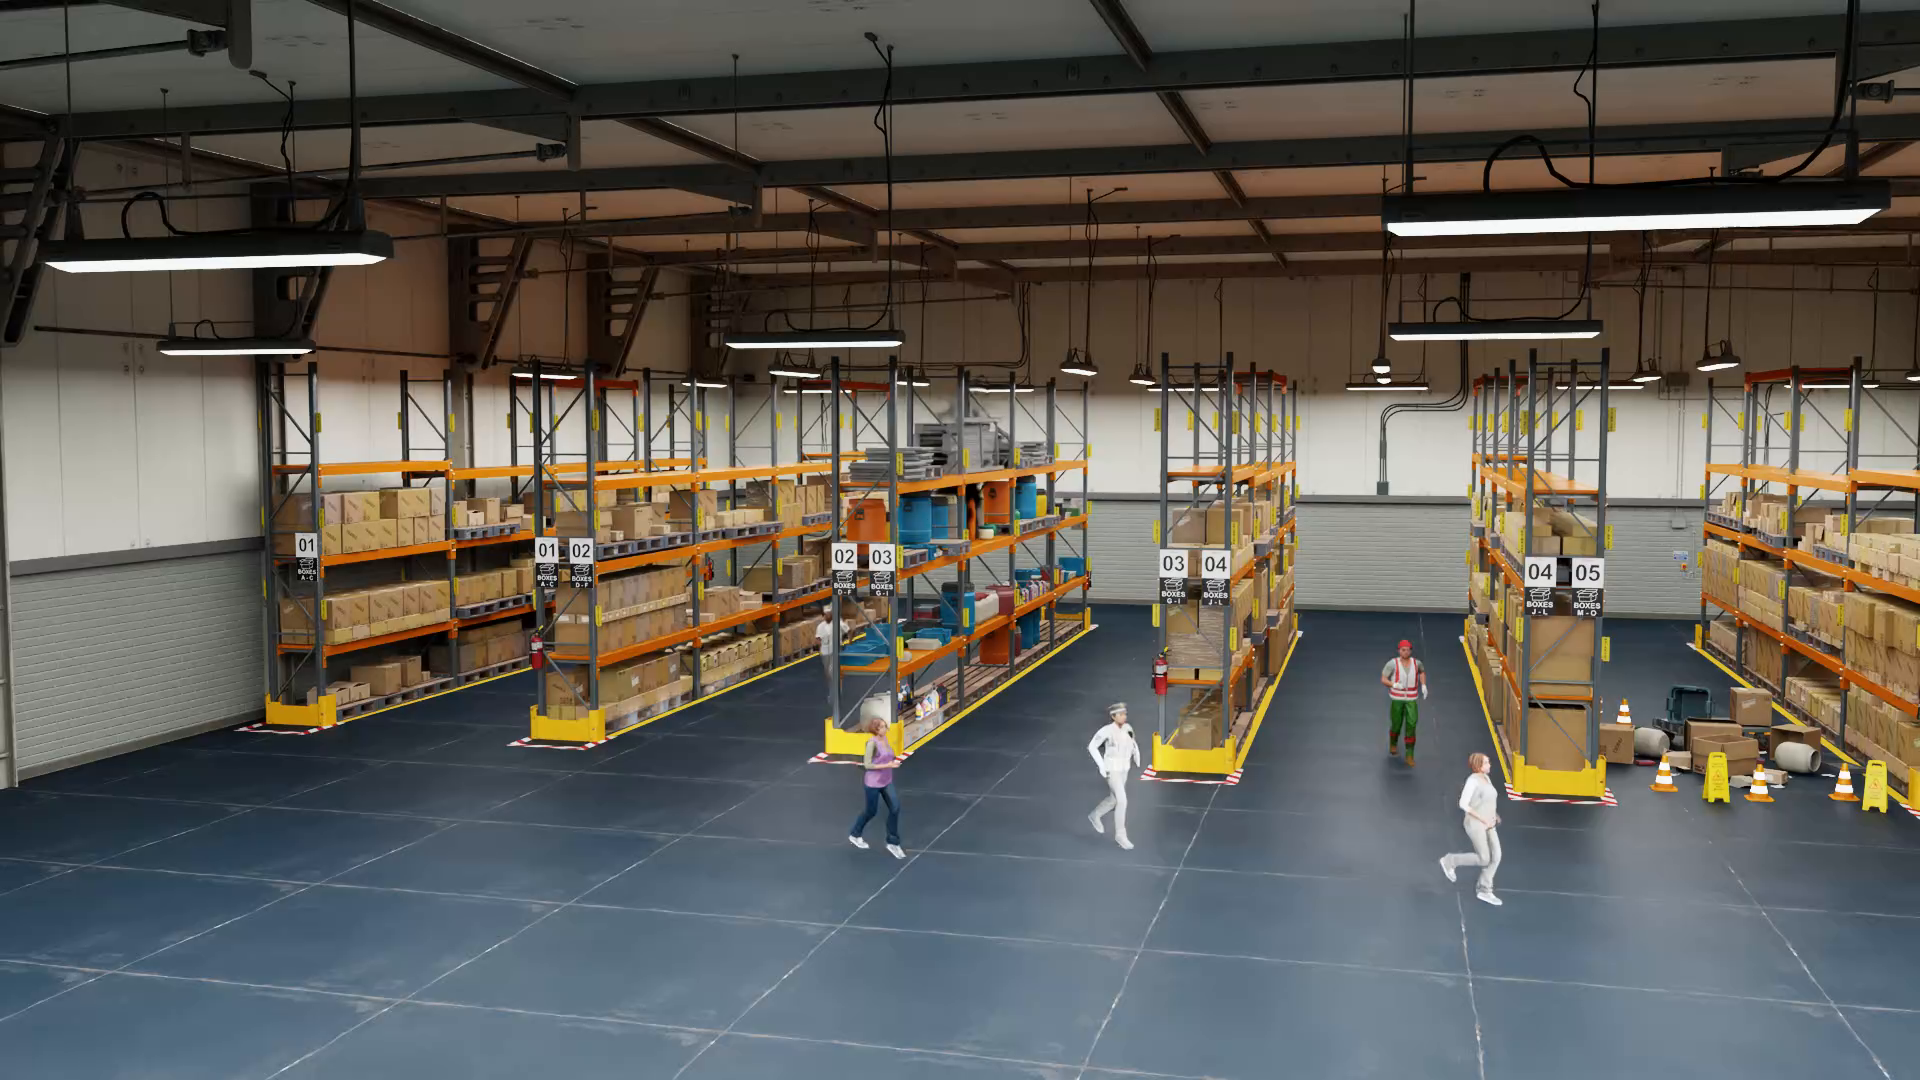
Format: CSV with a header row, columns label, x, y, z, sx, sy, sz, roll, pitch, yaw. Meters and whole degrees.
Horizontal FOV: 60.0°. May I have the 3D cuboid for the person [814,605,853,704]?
label,x,y,z,sx,sy,sz,roll,pitch,yaw
person,-2.168,1.943,28.285,0.585,1.682,0.839,1,4,17

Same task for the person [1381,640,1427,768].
label,x,y,z,sx,sy,sz,roll,pitch,yaw
person,6.553,2.376,24.550,0.684,1.829,0.854,0,4,4

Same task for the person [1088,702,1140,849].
label,x,y,z,sx,sy,sz,roll,pitch,yaw
person,1.822,2.772,19.844,0.609,1.730,0.809,-3,5,-39

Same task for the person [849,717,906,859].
label,x,y,z,sx,sy,sz,roll,pitch,yaw
person,-0.969,2.851,19.200,0.743,1.645,0.522,3,5,36

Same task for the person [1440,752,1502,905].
label,x,y,z,sx,sy,sz,roll,pitch,yaw
person,5.408,3.004,17.480,0.664,1.575,0.536,4,5,43
